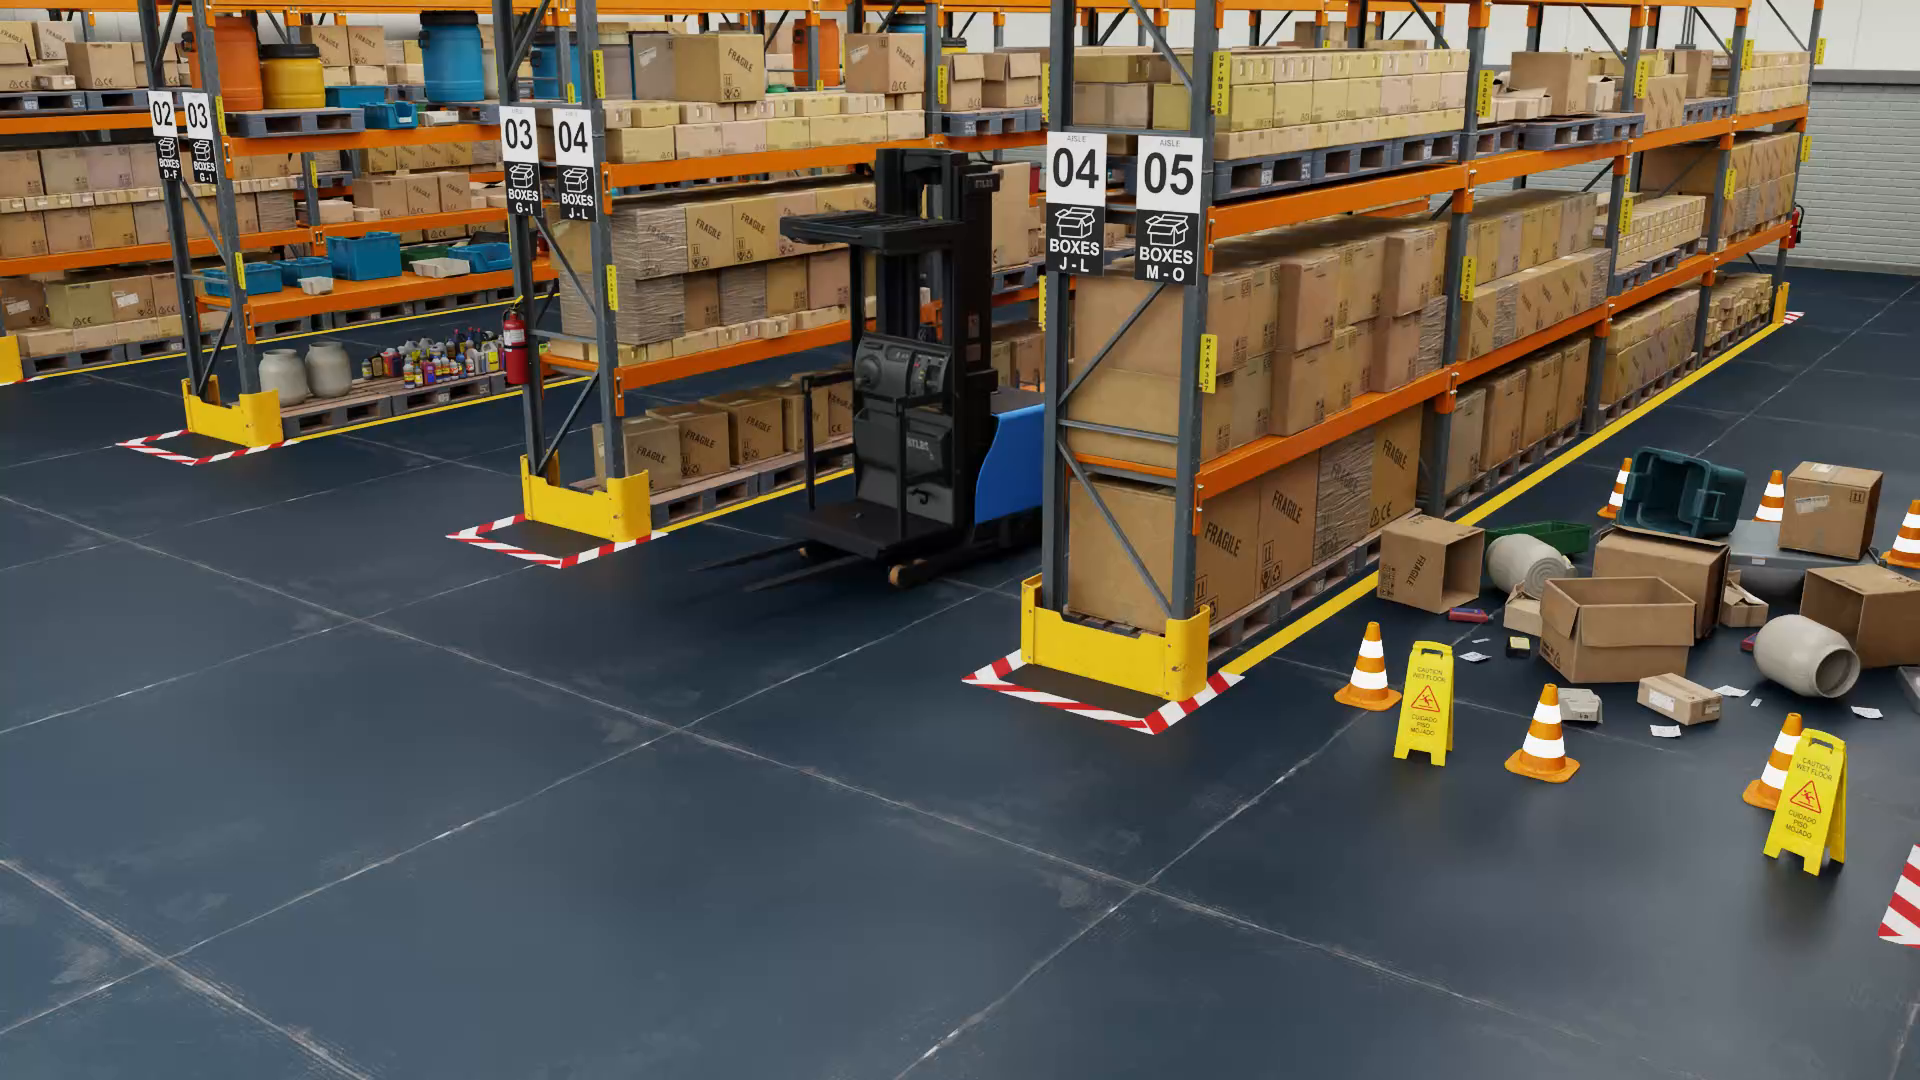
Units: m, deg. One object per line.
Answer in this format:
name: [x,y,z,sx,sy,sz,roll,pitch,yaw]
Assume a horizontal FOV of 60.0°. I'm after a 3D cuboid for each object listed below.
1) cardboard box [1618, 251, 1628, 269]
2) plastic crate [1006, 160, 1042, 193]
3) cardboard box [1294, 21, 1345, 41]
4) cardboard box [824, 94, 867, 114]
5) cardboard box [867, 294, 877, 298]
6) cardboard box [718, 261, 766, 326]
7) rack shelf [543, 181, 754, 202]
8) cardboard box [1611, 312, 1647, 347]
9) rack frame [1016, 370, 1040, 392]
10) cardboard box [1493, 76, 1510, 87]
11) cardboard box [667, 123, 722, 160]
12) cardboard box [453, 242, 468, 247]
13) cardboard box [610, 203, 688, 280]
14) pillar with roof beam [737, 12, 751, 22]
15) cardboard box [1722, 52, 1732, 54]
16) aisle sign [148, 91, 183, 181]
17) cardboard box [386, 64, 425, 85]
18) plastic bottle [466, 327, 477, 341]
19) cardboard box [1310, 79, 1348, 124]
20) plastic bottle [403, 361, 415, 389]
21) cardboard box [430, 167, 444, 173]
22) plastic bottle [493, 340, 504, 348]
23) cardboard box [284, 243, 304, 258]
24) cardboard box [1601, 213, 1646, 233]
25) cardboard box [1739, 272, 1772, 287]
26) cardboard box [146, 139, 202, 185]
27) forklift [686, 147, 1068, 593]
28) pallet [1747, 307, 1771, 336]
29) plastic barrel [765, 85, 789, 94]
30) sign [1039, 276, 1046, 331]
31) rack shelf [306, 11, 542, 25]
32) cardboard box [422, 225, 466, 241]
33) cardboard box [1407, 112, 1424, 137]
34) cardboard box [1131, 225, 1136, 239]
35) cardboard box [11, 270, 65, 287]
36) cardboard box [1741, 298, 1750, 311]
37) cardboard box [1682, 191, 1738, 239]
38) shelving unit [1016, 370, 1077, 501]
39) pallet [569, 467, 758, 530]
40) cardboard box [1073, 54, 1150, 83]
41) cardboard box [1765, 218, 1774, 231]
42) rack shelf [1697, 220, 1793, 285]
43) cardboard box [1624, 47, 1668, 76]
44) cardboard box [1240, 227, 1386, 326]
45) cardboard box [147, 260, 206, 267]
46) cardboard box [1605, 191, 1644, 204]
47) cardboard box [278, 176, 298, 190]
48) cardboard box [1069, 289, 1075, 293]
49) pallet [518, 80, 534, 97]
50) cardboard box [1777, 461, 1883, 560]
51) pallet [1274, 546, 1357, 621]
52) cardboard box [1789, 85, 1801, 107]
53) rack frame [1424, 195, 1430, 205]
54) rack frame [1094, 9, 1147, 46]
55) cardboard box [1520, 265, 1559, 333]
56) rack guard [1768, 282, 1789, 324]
cardboard box: [6.294,-2.752,16.262,0.380,0.149,0.250,14,22,37]
plastic crate: [0.921,-5.492,25.163,0.402,0.464,0.583,12,21,35]
cardboard box: [4.731,-6.699,21.890,0.500,0.250,0.500,11,20,31]
cardboard box: [-1.019,-3.714,14.168,0.380,0.149,0.250,12,21,33]
cardboard box: [-0.847,-2.154,15.046,0.380,0.149,0.250,12,21,35]
cardboard box: [-2.101,-2.099,13.775,0.875,0.500,0.500,12,21,35]
rack shelf: [-4.980,-5.321,26.033,1.077,0.370,4.000,12,21,35]
cardboard box: [6.613,-2.143,16.830,0.500,0.250,0.500,12,21,34]
rack frame: [0.528,-0.723,13.050,0.015,1.200,0.240,-16,24,-42]
cardboard box: [4.493,-3.799,14.136,0.500,0.311,0.500,12,21,34]
cardboard box: [-2.188,-3.085,12.816,0.500,0.250,0.500,12,21,33]
cardboard box: [-7.026,-4.144,24.013,0.500,0.311,0.500,12,21,33]
cardboard box: [-2.438,-2.281,12.676,0.500,0.500,0.500,12,21,35]
pillar with roof beam: [-1.014,-10.868,32.568,9.100,9.000,0.400,12,21,35]
cardboard box: [9.147,-5.830,20.139,0.380,0.149,0.250,13,22,37]
aisle sign: [-7.244,-3.683,15.164,0.394,0.787,0.004,12,21,35]
cardboard box: [-7.367,-6.241,22.271,0.500,0.250,0.500,10,20,30]
plastic bottle: [-5.393,-2.185,18.448,0.144,0.351,0.185,13,22,36]
cardboard box: [2.034,-2.693,10.175,0.500,0.250,0.500,12,21,34]
plastic bottle: [-5.632,-1.690,16.988,0.097,0.271,0.097,0,17,0]
cardboard box: [-9.026,-6.301,28.366,0.380,0.149,0.250,13,21,36]
plastic bottle: [-4.980,-2.039,18.102,0.152,0.276,0.135,12,21,35]
cardboard box: [-10.940,-4.796,26.603,0.700,0.500,0.500,12,21,35]
cardboard box: [6.602,-3.162,16.580,0.380,0.149,0.250,11,21,32]
cardboard box: [10.360,-3.394,21.711,0.380,0.149,0.250,13,21,35]
cardboard box: [-9.413,-4.556,20.002,0.700,0.500,0.500,12,21,35]
forklift: [-0.565,-1.233,11.771,3.031,2.935,1.130,-16,24,-42]
pallet: [9.914,-2.905,21.741,1.003,0.211,1.213,12,21,35]
plastic barrel: [-2.302,-5.602,20.931,0.294,0.245,0.294,0,17,0]
sign: [0.511,-1.396,9.830,0.100,0.325,0.005,12,21,35]
rack shelf: [-8.960,-8.869,28.019,1.077,0.370,4.000,12,21,35]
cardboard box: [-9.082,-5.596,28.623,0.750,0.750,0.750,12,21,34]
cardboard box: [2.906,-2.818,11.250,0.380,0.149,0.250,13,21,35]
cardboard box: [2.290,-3.552,18.956,0.500,0.500,0.500,13,22,36]
cardboard box: [-13.122,-3.872,23.627,0.500,0.500,0.500,11,20,31]
cardboard box: [9.613,-2.939,20.748,0.380,0.149,0.250,14,22,37]
cardboard box: [8.586,-3.752,19.098,0.500,0.500,0.500,12,21,34]
shelving unit: [0.701,-0.775,13.215,0.503,1.200,0.258,-16,24,-42]
pallet: [-2.427,-0.405,13.692,1.003,0.211,1.213,12,21,35]
cardboard box: [0.867,-2.713,9.566,0.380,0.149,0.250,13,21,35]
cardboard box: [10.056,-4.014,21.036,0.380,0.149,0.250,13,22,36]
rack shelf: [9.280,-3.622,20.561,1.077,0.370,4.000,12,21,35]
cardboard box: [6.595,-4.620,16.047,0.396,0.266,0.258,12,21,35]
cardboard box: [2.408,-1.833,11.515,0.875,0.550,0.550,12,21,35]
cardboard box: [-9.678,-3.188,20.614,0.500,0.500,0.500,12,21,35]
cardboard box: [7.484,-3.841,18.767,0.380,0.149,0.250,14,22,37]
cardboard box: [-8.545,-4.490,20.883,0.380,0.149,0.250,12,21,35]
cardboard box: [1.407,-2.646,18.416,0.500,0.250,0.500,13,22,37]
pallet: [-6.504,-6.353,23.404,1.213,0.211,1.003,14,22,37]
cardboard box: [5.910,-0.208,11.294,0.500,0.500,0.500,12,21,35]
pallet: [2.079,0.207,11.720,1.003,0.211,1.213,12,21,35]
cardboard box: [10.115,-5.525,20.671,0.500,0.250,0.500,12,21,35]
rack frame: [6.549,-5.342,24.889,1.000,3.000,0.127,12,21,35]
rack frame: [2.571,-9.082,26.817,1.000,3.000,0.127,12,21,35]
cardboard box: [4.754,-2.069,14.179,0.500,0.500,0.500,13,21,36]
rack guard: [10.427,-3.230,22.301,1.175,0.500,0.348,12,21,35]
